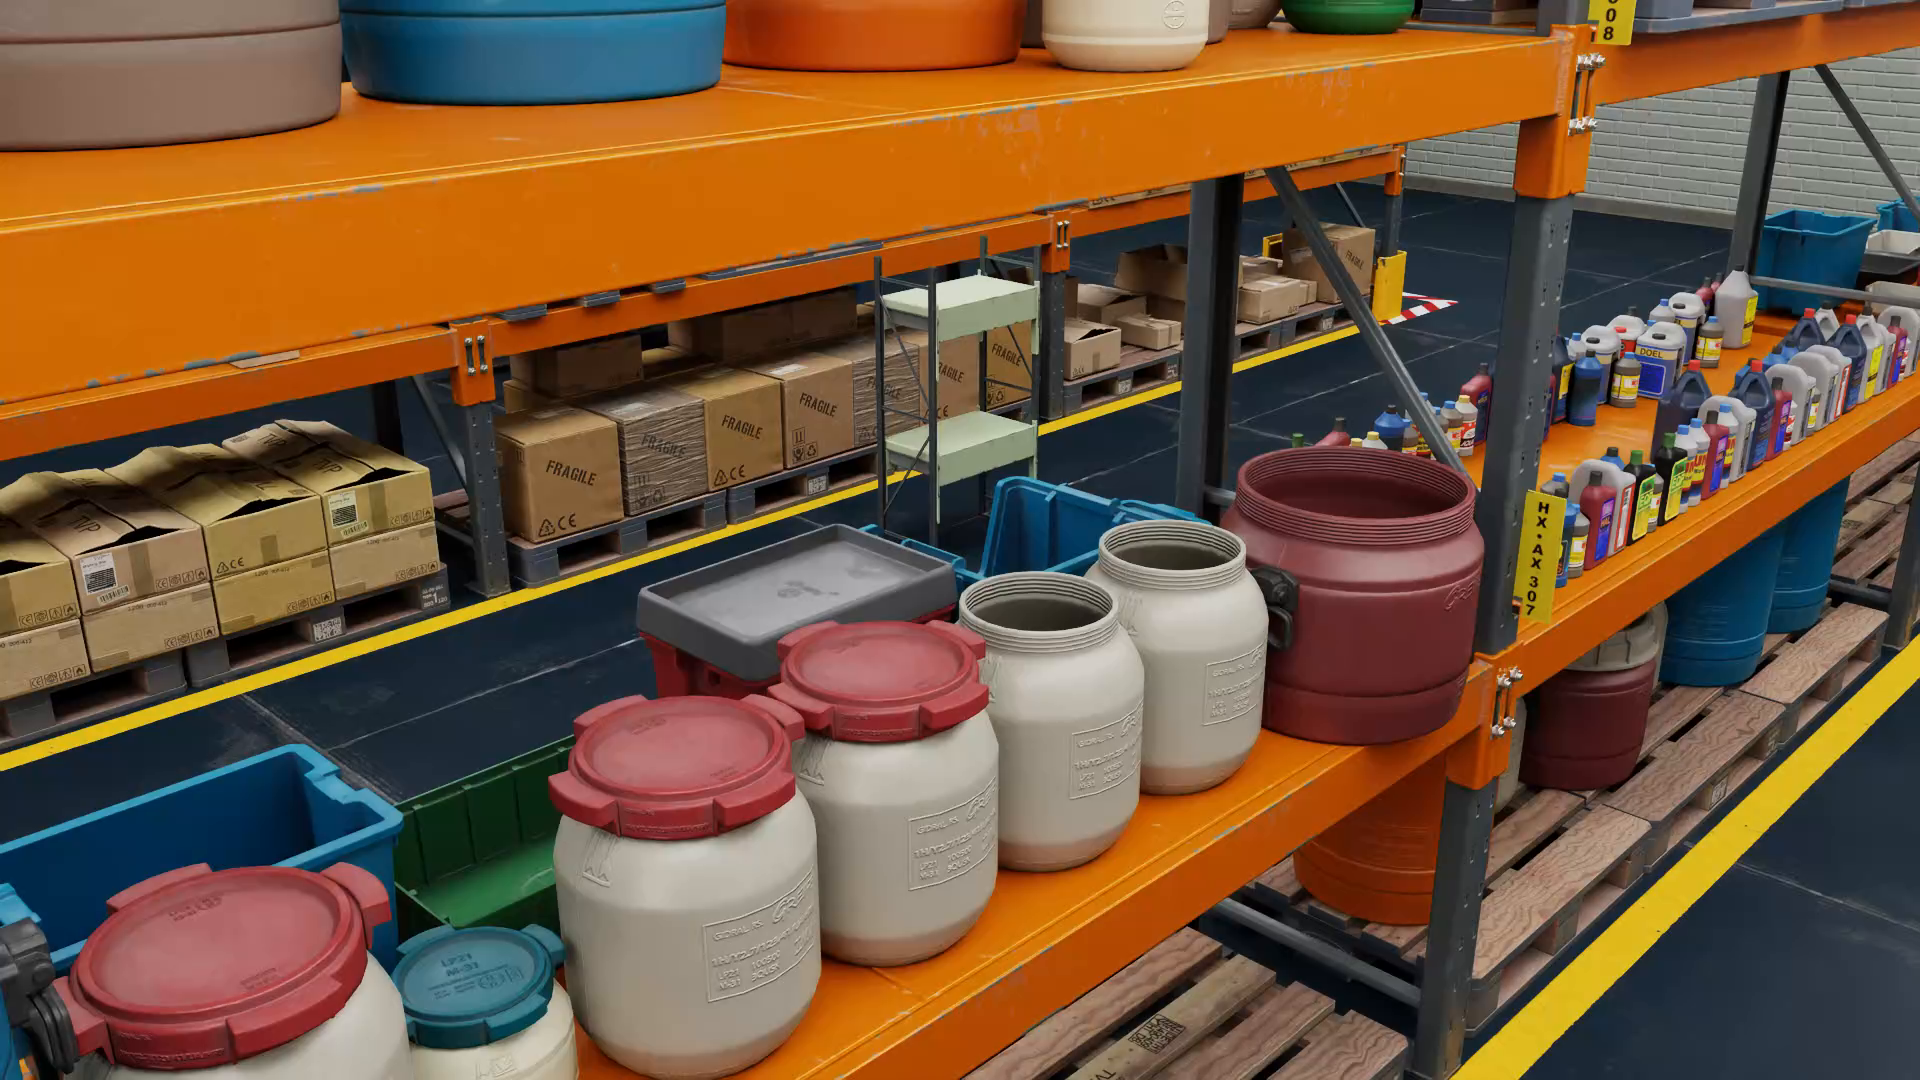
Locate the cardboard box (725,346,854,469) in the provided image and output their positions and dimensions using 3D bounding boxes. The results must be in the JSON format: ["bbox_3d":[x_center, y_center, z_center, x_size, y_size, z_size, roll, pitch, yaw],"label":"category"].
[{"bbox_3d":[-0.938,-0.741,9.192,0.500,0.500,0.500,18,27,39],"label":"cardboard box"}]

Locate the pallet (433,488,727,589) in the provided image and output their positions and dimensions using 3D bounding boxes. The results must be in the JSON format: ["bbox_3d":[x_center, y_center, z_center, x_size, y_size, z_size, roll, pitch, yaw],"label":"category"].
[{"bbox_3d":[-1.987,-0.138,8.640,1.003,0.211,1.213,19,28,41],"label":"pallet"}]

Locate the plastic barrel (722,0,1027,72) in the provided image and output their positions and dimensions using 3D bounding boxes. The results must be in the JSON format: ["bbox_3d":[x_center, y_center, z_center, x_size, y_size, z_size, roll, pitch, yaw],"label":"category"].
[{"bbox_3d":[-0.174,-1.293,2.977,0.600,0.830,0.708,19,28,41],"label":"plastic barrel"}]

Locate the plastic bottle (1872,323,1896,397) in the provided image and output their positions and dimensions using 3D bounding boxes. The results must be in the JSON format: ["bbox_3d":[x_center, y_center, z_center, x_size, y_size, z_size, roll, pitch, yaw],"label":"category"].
[{"bbox_3d":[3.503,-0.711,6.416,0.152,0.276,0.135,19,28,41],"label":"plastic bottle"}]

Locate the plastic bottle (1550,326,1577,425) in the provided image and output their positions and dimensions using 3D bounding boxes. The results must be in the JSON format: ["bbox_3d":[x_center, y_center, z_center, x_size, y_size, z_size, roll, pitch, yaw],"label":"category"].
[{"bbox_3d":[2.148,-0.611,6.051,0.144,0.351,0.185,19,28,41],"label":"plastic bottle"}]

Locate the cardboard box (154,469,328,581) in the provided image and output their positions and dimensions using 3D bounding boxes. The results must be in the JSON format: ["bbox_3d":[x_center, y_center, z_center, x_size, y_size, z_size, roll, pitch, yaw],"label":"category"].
[{"bbox_3d":[-3.082,-0.100,7.120,0.500,0.311,0.500,19,28,40],"label":"cardboard box"}]

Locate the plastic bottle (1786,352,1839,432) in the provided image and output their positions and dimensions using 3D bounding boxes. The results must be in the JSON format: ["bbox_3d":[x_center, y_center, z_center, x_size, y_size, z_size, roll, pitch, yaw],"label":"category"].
[{"bbox_3d":[3.058,-0.547,5.989,0.152,0.276,0.135,19,28,41],"label":"plastic bottle"}]

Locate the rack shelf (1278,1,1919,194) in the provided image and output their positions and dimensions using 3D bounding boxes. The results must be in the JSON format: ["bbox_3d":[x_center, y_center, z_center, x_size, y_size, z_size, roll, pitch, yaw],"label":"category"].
[{"bbox_3d":[2.406,-1.595,5.366,1.077,0.370,4.000,19,28,41],"label":"rack shelf"}]

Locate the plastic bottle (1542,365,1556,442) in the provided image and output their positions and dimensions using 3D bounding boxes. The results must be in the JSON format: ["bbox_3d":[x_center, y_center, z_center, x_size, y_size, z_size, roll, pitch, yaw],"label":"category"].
[{"bbox_3d":[2.017,-0.478,5.801,0.061,0.283,0.133,19,28,41],"label":"plastic bottle"}]

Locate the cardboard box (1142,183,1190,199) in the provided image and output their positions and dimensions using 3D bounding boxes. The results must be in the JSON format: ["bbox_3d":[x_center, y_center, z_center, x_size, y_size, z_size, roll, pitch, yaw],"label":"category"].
[{"bbox_3d":[1.161,-2.528,10.831,0.500,0.500,0.500,-20,28,-41],"label":"cardboard box"}]

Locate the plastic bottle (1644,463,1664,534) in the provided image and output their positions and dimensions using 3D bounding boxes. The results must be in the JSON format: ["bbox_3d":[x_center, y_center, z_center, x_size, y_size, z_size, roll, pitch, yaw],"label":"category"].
[{"bbox_3d":[2.061,-0.131,5.010,0.097,0.201,0.097,0,21,0],"label":"plastic bottle"}]

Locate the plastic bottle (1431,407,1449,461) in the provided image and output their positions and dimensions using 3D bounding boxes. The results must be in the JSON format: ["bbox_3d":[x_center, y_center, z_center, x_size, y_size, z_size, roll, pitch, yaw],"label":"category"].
[{"bbox_3d":[1.582,-0.344,5.567,0.097,0.201,0.097,0,21,0],"label":"plastic bottle"}]

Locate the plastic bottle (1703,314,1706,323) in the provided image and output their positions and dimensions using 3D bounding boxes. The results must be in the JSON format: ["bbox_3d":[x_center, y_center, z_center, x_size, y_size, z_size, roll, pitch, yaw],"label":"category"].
[{"bbox_3d":[3.080,-0.896,7.003,0.097,0.201,0.097,0,21,0],"label":"plastic bottle"}]

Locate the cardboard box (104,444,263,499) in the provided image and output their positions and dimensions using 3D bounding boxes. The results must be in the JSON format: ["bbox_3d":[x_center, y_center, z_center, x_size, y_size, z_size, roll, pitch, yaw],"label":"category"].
[{"bbox_3d":[-3.472,-0.234,7.467,0.500,0.311,0.500,18,28,39],"label":"cardboard box"}]

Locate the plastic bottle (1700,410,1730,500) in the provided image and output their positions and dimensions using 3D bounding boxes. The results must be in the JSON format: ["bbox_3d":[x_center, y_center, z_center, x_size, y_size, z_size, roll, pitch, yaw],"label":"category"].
[{"bbox_3d":[2.383,-0.278,5.280,0.061,0.283,0.133,19,28,41],"label":"plastic bottle"}]

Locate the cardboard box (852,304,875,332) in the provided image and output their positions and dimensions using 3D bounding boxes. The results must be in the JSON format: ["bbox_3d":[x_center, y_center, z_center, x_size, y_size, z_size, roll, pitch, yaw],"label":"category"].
[{"bbox_3d":[-0.621,-1.121,10.181,0.500,0.500,0.500,-20,28,-41],"label":"cardboard box"}]

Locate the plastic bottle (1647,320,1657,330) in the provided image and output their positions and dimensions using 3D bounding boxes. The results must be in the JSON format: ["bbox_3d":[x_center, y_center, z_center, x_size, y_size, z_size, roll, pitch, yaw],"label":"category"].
[{"bbox_3d":[2.782,-0.787,6.717,0.097,0.201,0.097,0,21,0],"label":"plastic bottle"}]

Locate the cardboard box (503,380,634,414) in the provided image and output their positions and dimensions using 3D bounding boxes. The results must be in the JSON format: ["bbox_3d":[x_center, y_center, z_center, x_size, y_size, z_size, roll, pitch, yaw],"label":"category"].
[{"bbox_3d":[-2.051,-0.595,8.813,0.500,0.500,0.500,-19,28,-40],"label":"cardboard box"}]

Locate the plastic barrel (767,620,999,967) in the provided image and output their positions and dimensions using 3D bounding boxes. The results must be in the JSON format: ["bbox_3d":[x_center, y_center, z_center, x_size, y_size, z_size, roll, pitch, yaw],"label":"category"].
[{"bbox_3d":[-0.141,0.457,3.015,0.433,0.535,0.433,0,21,0],"label":"plastic barrel"}]

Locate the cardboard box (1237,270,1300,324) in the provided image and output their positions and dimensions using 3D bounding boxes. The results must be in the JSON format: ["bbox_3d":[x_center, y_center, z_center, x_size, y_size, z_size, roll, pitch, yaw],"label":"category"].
[{"bbox_3d":[2.158,-1.798,12.290,0.500,0.250,0.500,19,28,41],"label":"cardboard box"}]

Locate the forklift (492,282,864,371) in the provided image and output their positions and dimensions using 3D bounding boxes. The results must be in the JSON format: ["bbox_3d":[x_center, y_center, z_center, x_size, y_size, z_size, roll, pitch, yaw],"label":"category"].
[{"bbox_3d":[-2.204,-2.657,11.403,3.031,2.935,1.130,-14,25,-32],"label":"forklift"}]

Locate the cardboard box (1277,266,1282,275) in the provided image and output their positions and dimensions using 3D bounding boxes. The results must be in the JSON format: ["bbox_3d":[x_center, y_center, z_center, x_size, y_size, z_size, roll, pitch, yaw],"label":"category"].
[{"bbox_3d":[2.333,-2.111,13.222,0.380,0.166,0.250,19,28,41],"label":"cardboard box"}]

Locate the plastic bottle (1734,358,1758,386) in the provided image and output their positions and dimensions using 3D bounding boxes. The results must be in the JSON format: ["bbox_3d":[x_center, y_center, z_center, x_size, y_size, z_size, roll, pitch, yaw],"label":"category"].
[{"bbox_3d":[2.793,-0.511,5.904,0.097,0.271,0.097,0,21,0],"label":"plastic bottle"}]

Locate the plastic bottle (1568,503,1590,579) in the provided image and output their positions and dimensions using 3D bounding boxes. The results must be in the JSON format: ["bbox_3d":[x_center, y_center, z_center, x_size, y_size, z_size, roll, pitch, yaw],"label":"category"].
[{"bbox_3d":[1.713,-0.002,4.677,0.097,0.201,0.097,0,21,0],"label":"plastic bottle"}]

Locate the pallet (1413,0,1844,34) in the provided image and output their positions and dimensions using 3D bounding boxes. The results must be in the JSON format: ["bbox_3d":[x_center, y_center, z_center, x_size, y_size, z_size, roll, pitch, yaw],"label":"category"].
[{"bbox_3d":[1.615,-1.501,4.381,1.003,0.211,1.213,19,28,41],"label":"pallet"}]

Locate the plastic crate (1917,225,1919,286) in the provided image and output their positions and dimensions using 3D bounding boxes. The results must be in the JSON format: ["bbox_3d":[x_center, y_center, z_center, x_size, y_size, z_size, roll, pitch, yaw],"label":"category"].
[{"bbox_3d":[4.604,-1.270,7.524,0.402,0.464,0.583,19,28,41],"label":"plastic crate"}]

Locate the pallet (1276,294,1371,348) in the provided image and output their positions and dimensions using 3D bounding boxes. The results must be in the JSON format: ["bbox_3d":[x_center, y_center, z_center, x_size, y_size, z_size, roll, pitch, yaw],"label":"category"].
[{"bbox_3d":[2.437,-1.788,12.931,1.003,0.211,1.213,19,28,41],"label":"pallet"}]

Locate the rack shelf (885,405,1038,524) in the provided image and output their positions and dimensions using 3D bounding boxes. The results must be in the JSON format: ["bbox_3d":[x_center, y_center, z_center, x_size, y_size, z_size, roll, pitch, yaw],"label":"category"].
[{"bbox_3d":[-0.005,-0.394,8.418,0.431,0.370,0.720,19,28,41],"label":"rack shelf"}]

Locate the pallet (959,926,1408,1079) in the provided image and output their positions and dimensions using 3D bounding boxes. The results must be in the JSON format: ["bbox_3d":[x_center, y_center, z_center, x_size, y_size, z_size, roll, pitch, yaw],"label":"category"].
[{"bbox_3d":[0.443,1.474,4.445,1.003,0.211,1.213,19,28,41],"label":"pallet"}]

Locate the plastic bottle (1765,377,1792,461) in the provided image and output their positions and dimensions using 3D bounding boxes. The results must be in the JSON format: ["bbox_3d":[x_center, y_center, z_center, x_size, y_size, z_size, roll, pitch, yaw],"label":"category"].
[{"bbox_3d":[2.767,-0.420,5.648,0.061,0.283,0.133,19,28,41],"label":"plastic bottle"}]

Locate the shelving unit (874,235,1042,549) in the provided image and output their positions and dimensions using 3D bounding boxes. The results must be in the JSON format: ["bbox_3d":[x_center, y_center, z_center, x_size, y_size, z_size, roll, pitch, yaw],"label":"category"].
[{"bbox_3d":[-0.005,-0.698,8.301,0.431,1.500,0.755,19,28,41],"label":"shelving unit"}]

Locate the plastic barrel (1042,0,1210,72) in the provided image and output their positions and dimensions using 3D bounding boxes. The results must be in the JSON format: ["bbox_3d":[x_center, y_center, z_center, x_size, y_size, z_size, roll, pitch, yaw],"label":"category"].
[{"bbox_3d":[0.291,-0.967,2.922,0.301,0.262,0.301,0,21,0],"label":"plastic barrel"}]

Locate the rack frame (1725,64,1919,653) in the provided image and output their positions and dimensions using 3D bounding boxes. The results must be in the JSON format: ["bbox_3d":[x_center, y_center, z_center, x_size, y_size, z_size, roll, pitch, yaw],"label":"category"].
[{"bbox_3d":[3.801,-1.045,7.113,1.000,3.000,0.127,19,28,41],"label":"rack frame"}]

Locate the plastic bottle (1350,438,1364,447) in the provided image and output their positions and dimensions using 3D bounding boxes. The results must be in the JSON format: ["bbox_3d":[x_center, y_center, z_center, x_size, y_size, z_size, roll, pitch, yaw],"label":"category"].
[{"bbox_3d":[1.242,-0.219,5.241,0.097,0.201,0.097,0,21,0],"label":"plastic bottle"}]

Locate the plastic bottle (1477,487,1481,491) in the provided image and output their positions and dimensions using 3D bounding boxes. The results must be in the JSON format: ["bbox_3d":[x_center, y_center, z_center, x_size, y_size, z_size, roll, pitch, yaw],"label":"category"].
[{"bbox_3d":[1.436,-0.027,4.638,0.152,0.276,0.135,19,28,41],"label":"plastic bottle"}]

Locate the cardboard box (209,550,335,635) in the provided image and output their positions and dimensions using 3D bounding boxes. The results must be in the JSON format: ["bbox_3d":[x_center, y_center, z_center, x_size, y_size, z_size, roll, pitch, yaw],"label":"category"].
[{"bbox_3d":[-3.085,0.160,7.226,0.500,0.250,0.500,19,28,40],"label":"cardboard box"}]

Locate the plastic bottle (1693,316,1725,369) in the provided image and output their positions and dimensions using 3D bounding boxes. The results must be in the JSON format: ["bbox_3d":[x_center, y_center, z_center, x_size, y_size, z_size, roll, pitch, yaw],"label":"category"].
[{"bbox_3d":[3.053,-0.808,6.773,0.097,0.201,0.097,0,21,0],"label":"plastic bottle"}]

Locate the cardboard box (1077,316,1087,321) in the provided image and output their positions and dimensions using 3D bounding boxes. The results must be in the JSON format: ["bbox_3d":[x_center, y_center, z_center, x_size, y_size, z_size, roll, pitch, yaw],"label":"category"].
[{"bbox_3d":[0.668,-1.489,11.629,0.380,0.149,0.250,19,28,41],"label":"cardboard box"}]

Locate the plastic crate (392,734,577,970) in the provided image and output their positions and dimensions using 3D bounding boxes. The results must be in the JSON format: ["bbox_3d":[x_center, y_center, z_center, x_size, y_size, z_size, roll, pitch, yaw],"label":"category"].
[{"bbox_3d":[-0.767,0.592,3.149,0.450,0.188,0.662,19,28,41],"label":"plastic crate"}]

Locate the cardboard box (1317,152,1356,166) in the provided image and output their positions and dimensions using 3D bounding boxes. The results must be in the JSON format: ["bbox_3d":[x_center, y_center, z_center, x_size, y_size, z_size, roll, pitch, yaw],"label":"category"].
[{"bbox_3d":[2.569,-3.043,12.172,0.500,0.500,0.500,20,28,41],"label":"cardboard box"}]

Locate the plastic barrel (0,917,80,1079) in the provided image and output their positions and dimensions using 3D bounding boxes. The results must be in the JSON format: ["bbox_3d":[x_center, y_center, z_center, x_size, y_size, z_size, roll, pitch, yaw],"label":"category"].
[{"bbox_3d":[-1.293,0.754,1.734,0.600,0.901,0.708,19,28,41],"label":"plastic barrel"}]

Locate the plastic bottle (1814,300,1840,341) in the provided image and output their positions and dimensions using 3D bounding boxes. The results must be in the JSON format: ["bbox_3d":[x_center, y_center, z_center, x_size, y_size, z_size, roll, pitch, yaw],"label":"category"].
[{"bbox_3d":[3.291,-0.740,6.388,0.144,0.351,0.185,19,28,41],"label":"plastic bottle"}]

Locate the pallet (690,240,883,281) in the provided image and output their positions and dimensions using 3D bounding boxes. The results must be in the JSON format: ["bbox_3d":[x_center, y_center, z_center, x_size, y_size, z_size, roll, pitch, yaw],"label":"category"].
[{"bbox_3d":[-1.182,-1.669,9.003,1.003,0.211,1.213,19,28,41],"label":"pallet"}]

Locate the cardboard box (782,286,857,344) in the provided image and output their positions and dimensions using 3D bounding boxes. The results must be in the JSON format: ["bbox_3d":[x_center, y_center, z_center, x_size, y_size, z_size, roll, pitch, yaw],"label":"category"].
[{"bbox_3d":[-0.955,-1.354,9.742,0.500,0.250,0.500,19,28,41],"label":"cardboard box"}]

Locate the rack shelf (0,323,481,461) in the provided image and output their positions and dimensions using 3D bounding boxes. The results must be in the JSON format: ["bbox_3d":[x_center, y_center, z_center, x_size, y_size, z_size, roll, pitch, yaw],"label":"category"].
[{"bbox_3d":[-3.931,-0.408,6.457,1.077,0.370,4.000,19,28,41],"label":"rack shelf"}]

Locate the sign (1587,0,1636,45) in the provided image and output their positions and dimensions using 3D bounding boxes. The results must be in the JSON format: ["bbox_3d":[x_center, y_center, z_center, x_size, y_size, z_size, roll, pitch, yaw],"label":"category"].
[{"bbox_3d":[1.410,-1.232,3.565,0.100,0.325,0.005,19,28,41],"label":"sign"}]

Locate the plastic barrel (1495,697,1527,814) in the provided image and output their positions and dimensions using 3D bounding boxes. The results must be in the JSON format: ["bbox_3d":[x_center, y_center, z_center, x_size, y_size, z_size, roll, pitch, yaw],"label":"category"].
[{"bbox_3d":[1.670,0.651,5.583,0.421,0.512,0.421,0,21,0],"label":"plastic barrel"}]

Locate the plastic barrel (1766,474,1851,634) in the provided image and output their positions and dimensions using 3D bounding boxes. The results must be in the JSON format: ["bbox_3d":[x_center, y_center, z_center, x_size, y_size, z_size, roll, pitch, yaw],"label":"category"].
[{"bbox_3d":[3.410,-0.126,7.061,0.600,0.901,0.708,19,28,41],"label":"plastic barrel"}]

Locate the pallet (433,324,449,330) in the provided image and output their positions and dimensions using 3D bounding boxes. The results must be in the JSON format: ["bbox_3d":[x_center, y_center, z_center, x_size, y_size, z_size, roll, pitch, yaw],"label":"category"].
[{"bbox_3d":[-4.632,-1.691,12.679,1.003,0.211,1.213,19,28,41],"label":"pallet"}]

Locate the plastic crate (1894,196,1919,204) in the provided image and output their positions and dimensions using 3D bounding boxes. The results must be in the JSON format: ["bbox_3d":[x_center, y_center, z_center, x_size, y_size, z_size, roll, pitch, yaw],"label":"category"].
[{"bbox_3d":[5.265,-1.704,8.976,0.416,0.233,0.300,19,28,41],"label":"plastic crate"}]
